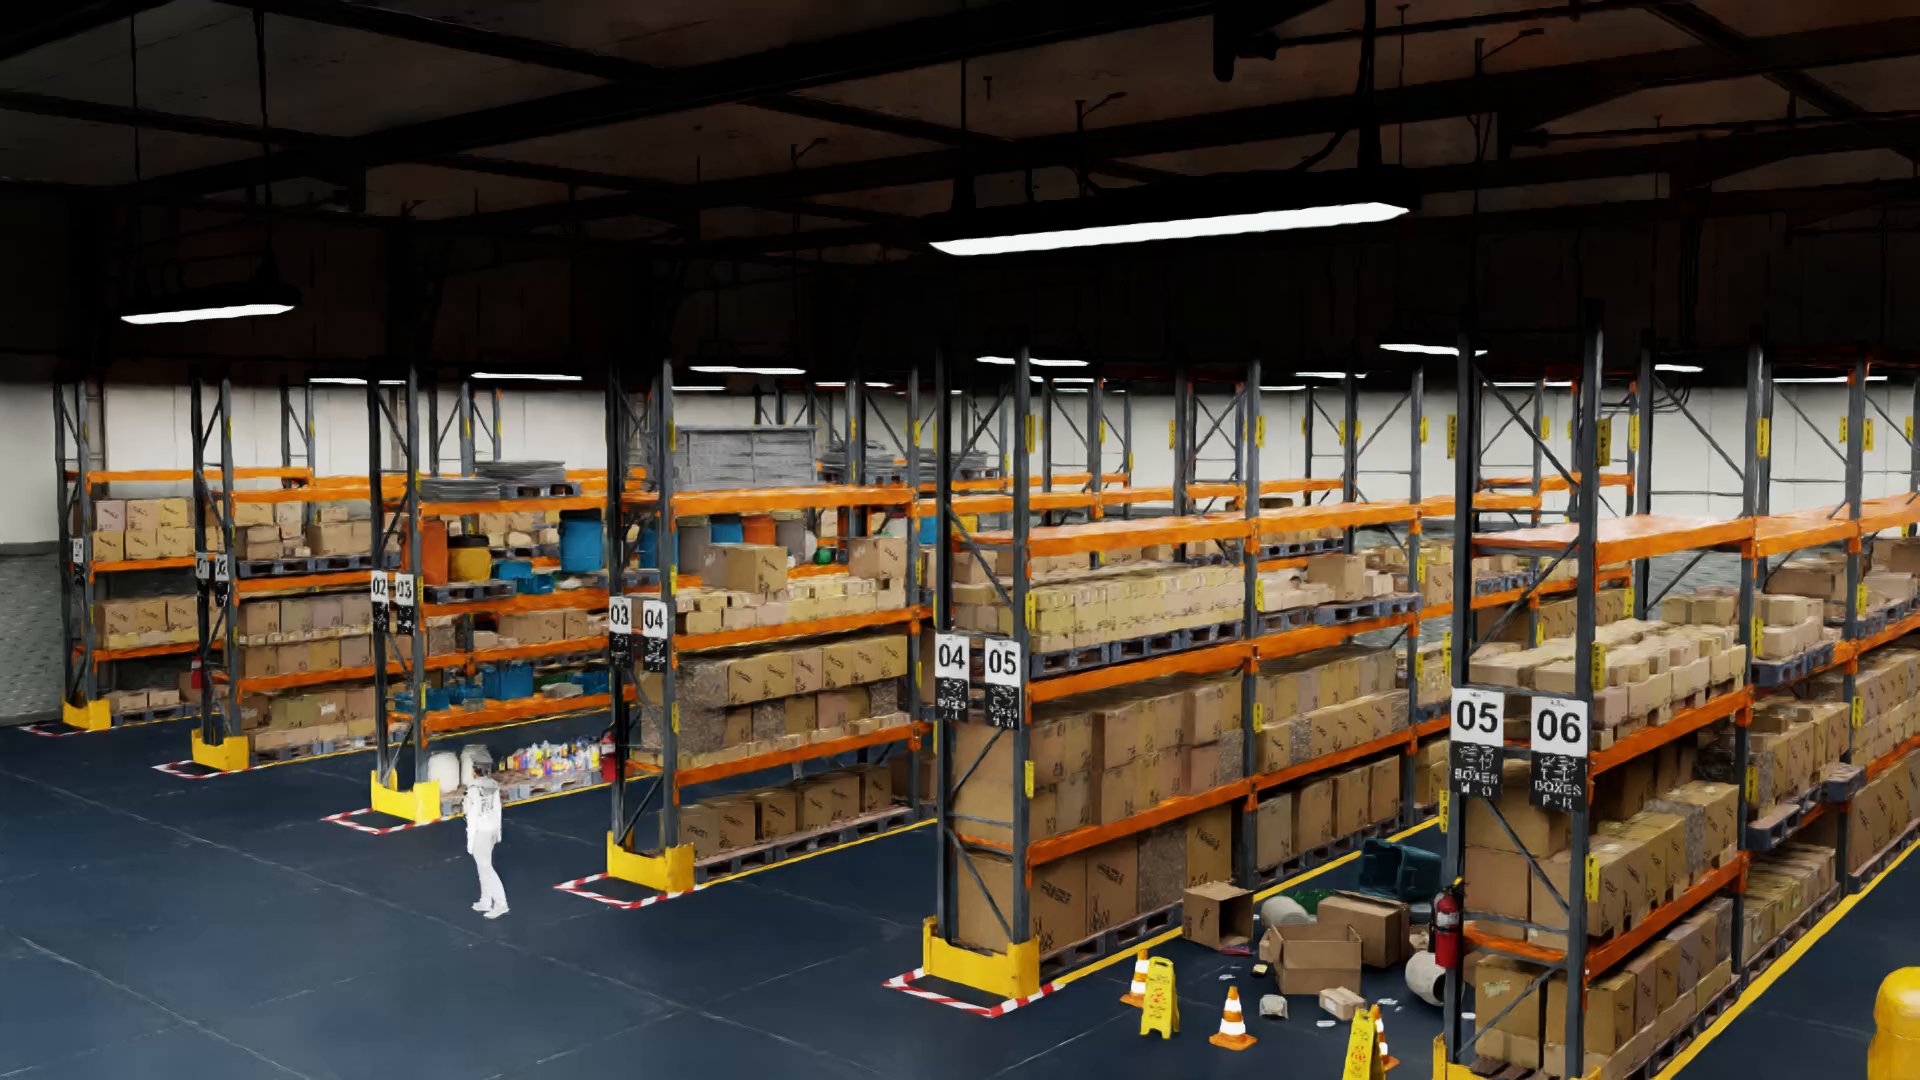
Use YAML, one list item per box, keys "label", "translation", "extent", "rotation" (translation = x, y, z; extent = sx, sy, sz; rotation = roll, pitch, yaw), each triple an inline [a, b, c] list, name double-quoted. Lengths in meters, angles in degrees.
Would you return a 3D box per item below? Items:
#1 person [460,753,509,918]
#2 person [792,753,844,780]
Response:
- label: "person"
  translation: [-4.950, 3.085, 17.437]
  extent: [0.519, 1.667, 0.572]
  rotation: [1, 4, 15]
- label: "person"
  translation: [-1.963, 2.663, 22.795]
  extent: [0.983, 1.731, 0.605]
  rotation: [-2, 5, -30]
